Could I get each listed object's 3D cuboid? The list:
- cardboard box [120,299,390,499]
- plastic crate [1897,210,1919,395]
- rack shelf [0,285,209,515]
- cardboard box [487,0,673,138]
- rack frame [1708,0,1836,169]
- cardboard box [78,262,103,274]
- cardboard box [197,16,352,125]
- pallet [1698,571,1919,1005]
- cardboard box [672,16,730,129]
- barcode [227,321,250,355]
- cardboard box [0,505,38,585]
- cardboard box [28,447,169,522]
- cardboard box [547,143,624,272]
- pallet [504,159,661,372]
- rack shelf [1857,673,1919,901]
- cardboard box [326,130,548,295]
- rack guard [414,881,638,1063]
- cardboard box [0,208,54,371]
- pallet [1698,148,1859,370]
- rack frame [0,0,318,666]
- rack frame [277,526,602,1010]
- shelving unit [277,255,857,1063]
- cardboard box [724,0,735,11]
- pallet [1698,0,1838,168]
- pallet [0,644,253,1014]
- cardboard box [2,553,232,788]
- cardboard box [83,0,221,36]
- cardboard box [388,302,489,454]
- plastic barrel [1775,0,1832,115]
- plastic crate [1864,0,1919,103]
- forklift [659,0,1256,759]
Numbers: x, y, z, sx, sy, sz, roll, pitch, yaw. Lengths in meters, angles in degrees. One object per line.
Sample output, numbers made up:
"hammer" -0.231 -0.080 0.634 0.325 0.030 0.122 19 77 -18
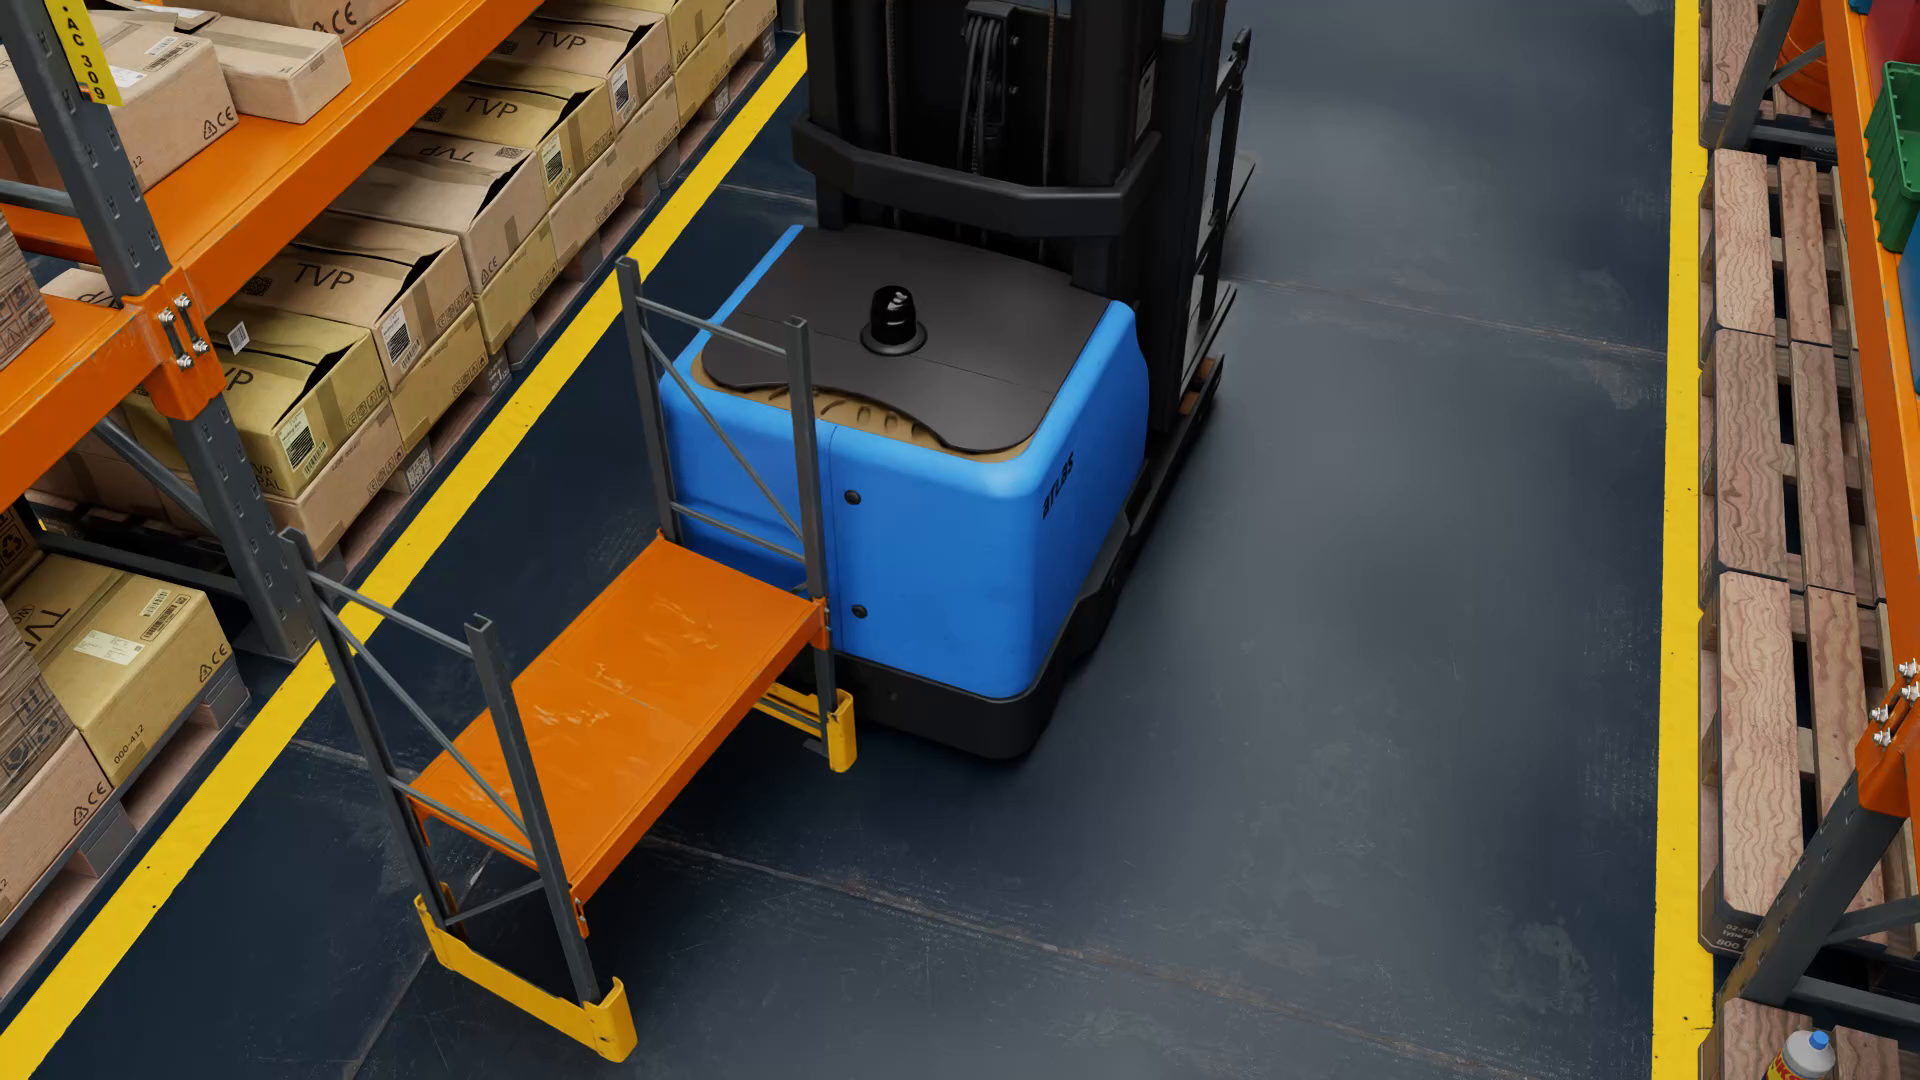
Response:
"cardboard box" -2.039 -0.441 4.821 0.500 0.311 0.500 13 46 13
"plastic crate" 2.356 -0.594 3.724 0.392 0.384 0.575 13 46 13
"rack shelf" -3.007 0.740 2.864 1.077 0.370 4.000 13 46 13
"cardboard box" -1.421 -1.800 6.209 0.500 0.311 0.500 12 46 12
"rack frame" 3.529 -2.465 5.625 1.000 3.000 0.127 13 46 13
"cardboard box" -2.401 -0.897 5.287 0.500 0.311 0.500 14 46 14
"cardboard box" -1.938 -1.308 4.622 0.380 0.149 0.250 13 46 13
"pallet" 2.519 0.666 4.418 1.003 0.211 1.213 13 46 13
"cardboard box" -1.270 -1.938 6.751 0.500 0.250 0.500 12 46 12
"barcode" -1.927 -0.539 4.443 0.001 0.075 0.075 13 46 13
"cardboard box" -2.840 -0.043 4.279 0.500 0.500 0.500 13 46 13
"cardboard box" -2.552 -0.356 5.135 0.500 0.250 0.500 12 46 12
"cardboard box" -1.578 -1.259 6.058 0.500 0.250 0.500 13 46 13
"pallet" -1.848 -1.169 6.294 1.003 0.211 1.213 13 46 13
"rack shelf" 1.712 1.791 1.789 1.077 0.370 4.000 13 46 13
"cardboard box" -1.727 -1.119 5.513 0.500 0.311 0.500 11 45 11
"rack guard" -1.046 1.039 4.009 0.587 0.250 0.087 22 48 21
"cardboard box" -2.530 -0.589 3.636 0.700 0.500 0.500 11 46 11
"pallet" 3.258 -0.960 6.081 1.003 0.211 1.213 13 46 13
"rack frame" -2.401 -0.851 3.975 1.000 3.000 0.127 13 46 13
"rack frame" -1.055 0.604 3.560 0.500 1.500 0.032 22 48 21
"shelving unit" -0.800 0.289 3.882 0.587 1.500 1.083 22 48 21
"cardboard box" -1.114 -2.483 6.908 0.500 0.311 0.500 14 46 14
"pallet" 3.729 -2.003 7.146 1.003 0.211 1.213 13 46 13
"pallet" -2.682 0.667 4.417 1.003 0.211 1.213 13 46 13
"cardboard box" -2.334 0.337 4.426 0.500 0.250 0.500 13 46 13
"cardboard box" -2.310 -1.428 4.660 0.396 0.266 0.258 12 46 12
"cardboard box" -1.887 -0.575 5.358 0.500 0.250 0.500 14 46 14
"plastic barrel" 3.661 -2.169 6.574 0.600 0.830 0.708 13 46 13
"plastic crate" 2.748 -1.476 4.568 0.402 0.464 0.583 13 46 13
"forklift" 0.258 -1.494 4.681 1.130 2.935 3.031 16 47 16
